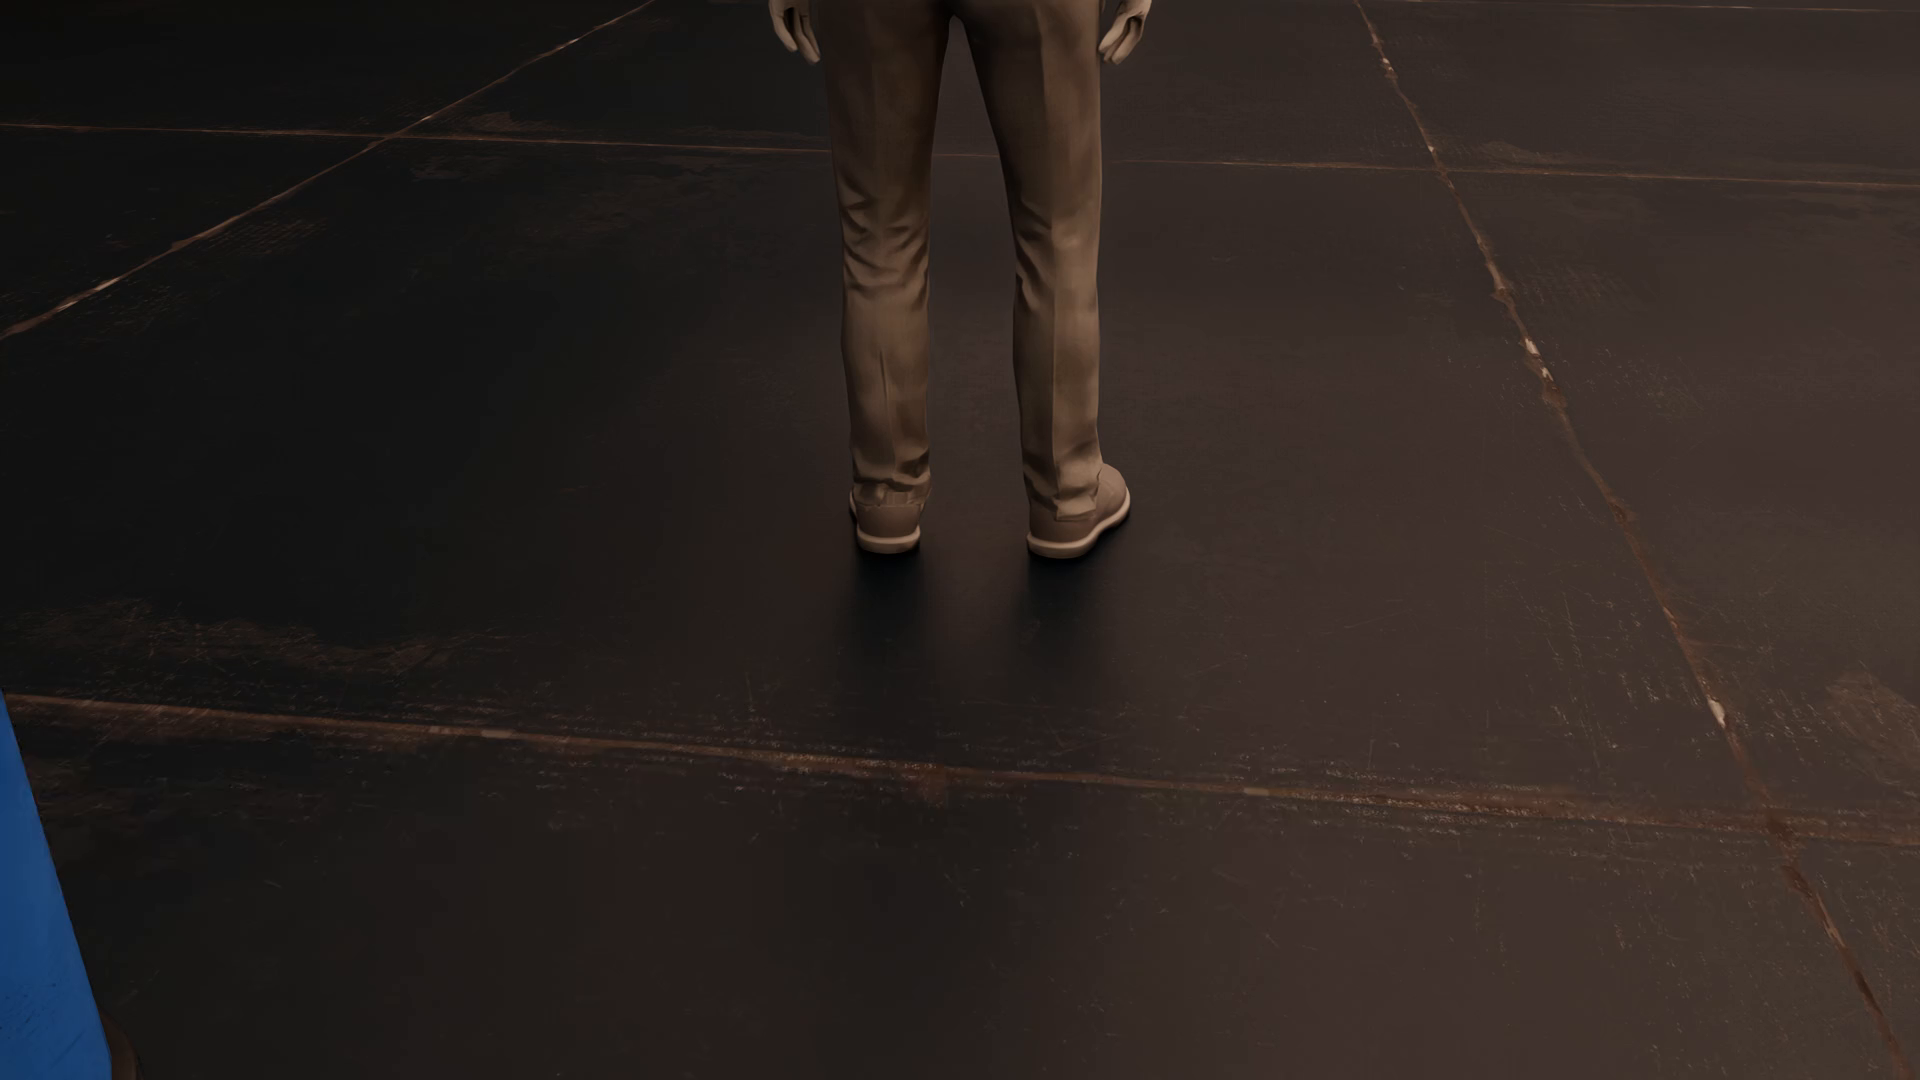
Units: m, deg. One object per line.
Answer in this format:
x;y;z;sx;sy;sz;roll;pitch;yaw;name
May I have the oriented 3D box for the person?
-0.007;-0.757;2.157;0.529;1.663;0.372;3;27;5;person
